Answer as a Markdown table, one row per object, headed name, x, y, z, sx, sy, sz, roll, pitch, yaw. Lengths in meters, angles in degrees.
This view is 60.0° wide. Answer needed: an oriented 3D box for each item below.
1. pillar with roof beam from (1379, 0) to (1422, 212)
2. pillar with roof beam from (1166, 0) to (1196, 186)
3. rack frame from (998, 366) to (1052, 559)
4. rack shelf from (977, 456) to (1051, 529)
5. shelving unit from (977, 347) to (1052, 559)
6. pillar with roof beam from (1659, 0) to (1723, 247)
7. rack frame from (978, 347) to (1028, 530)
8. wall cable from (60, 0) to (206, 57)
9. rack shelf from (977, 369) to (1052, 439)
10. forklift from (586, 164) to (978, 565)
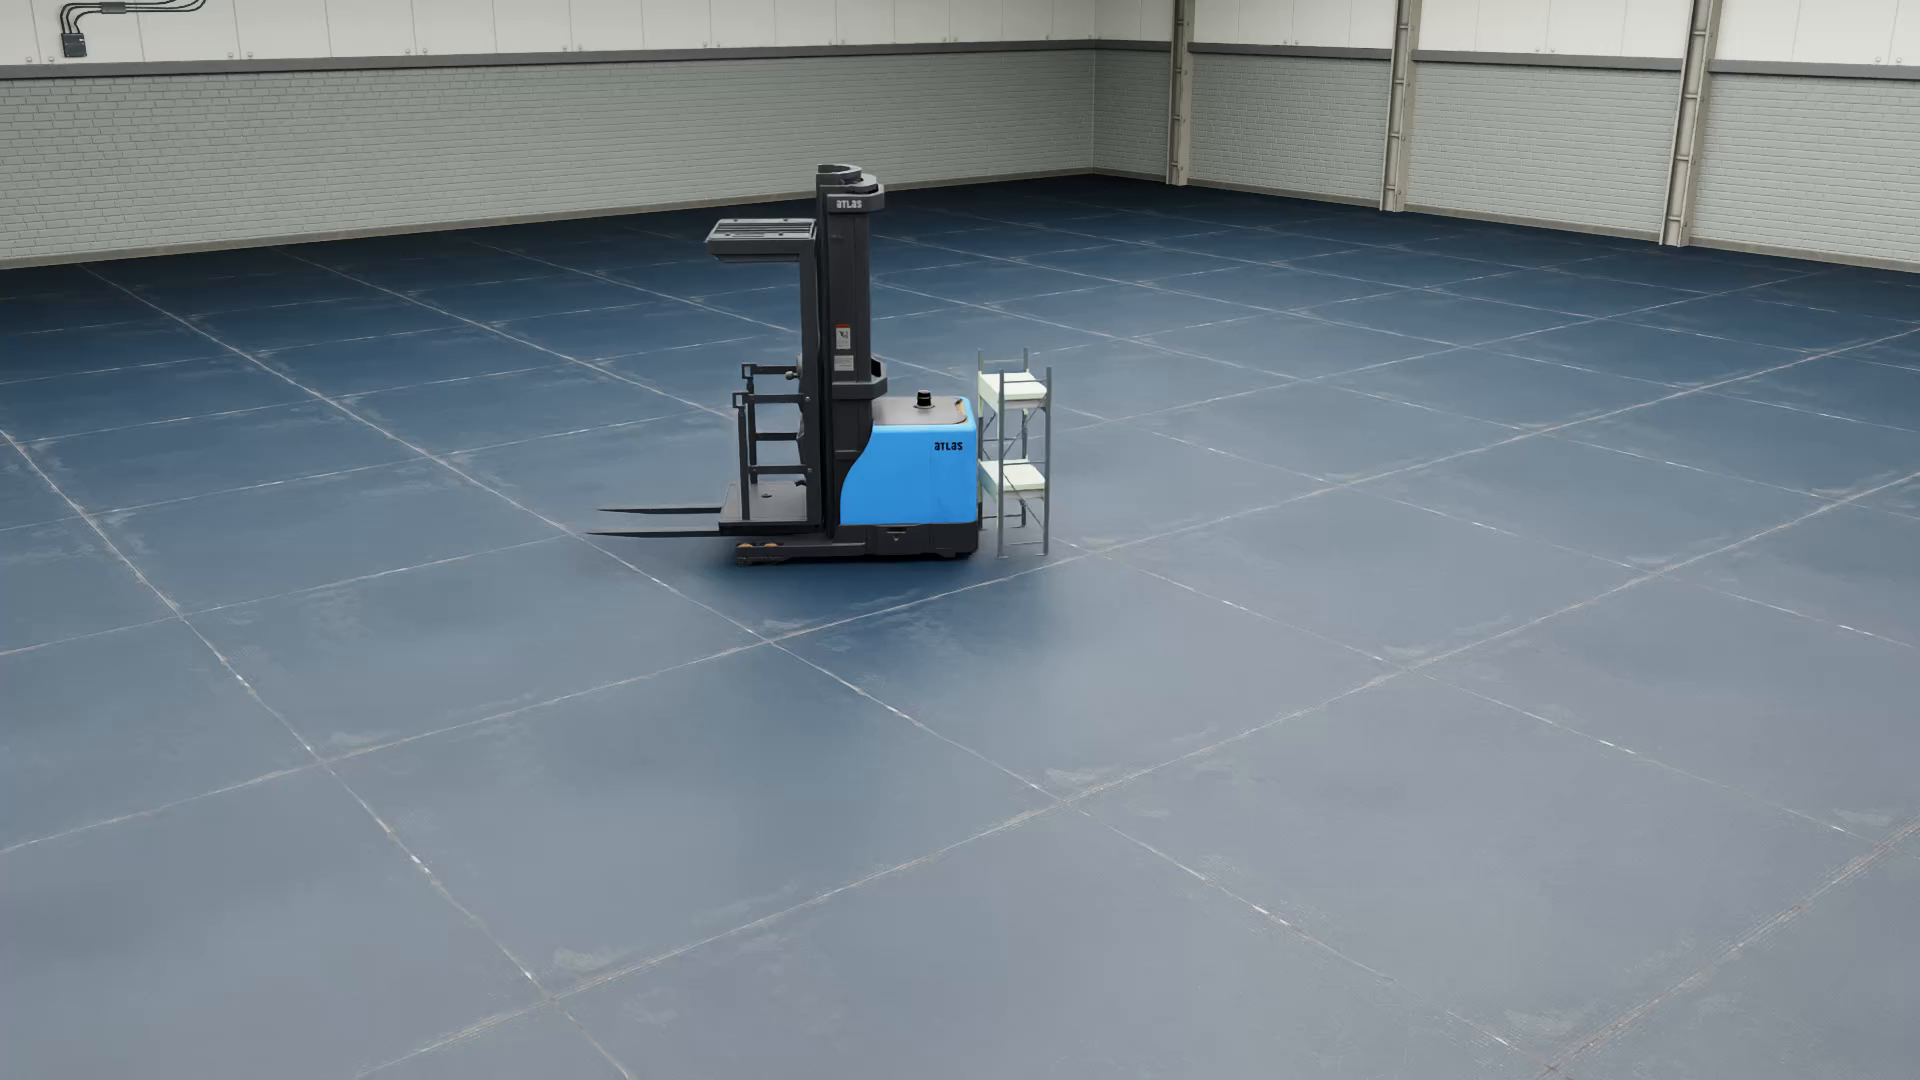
| name | x | y | z | sx | sy | sz | roll | pitch | yaw |
| --- | --- | --- | --- | --- | --- | --- | --- | --- | --- |
| pillar with roof beam | 5.274 | -10.028 | 29.332 | 9.100 | 9.000 | 0.400 | -14 | 23 | -36 |
| pillar with roof beam | 1.548 | -11.507 | 33.796 | 9.100 | 9.000 | 0.400 | -14 | 23 | -36 |
| rack frame | 0.494 | -0.582 | 12.735 | 0.400 | 1.500 | 0.023 | -4 | 19 | -11 |
| rack shelf | 0.419 | -0.385 | 13.178 | 0.431 | 0.370 | 0.720 | -4 | 19 | -11 |
| shelving unit | 0.419 | -0.695 | 13.075 | 0.431 | 1.500 | 0.755 | -4 | 19 | -11 |
| pillar with roof beam | 8.999 | -8.550 | 24.867 | 9.100 | 9.000 | 0.400 | -14 | 23 | -36 |
| rack frame | 0.345 | -0.808 | 13.415 | 0.400 | 1.500 | 0.023 | -4 | 19 | -11 |
| wall cable | -13.111 | -10.646 | 25.788 | 2.305 | 6.003 | 0.169 | -14 | 23 | -36 |
| rack shelf | 0.419 | -1.065 | 12.952 | 0.431 | 0.370 | 0.720 | -4 | 19 | -11 |
| forklift | -1.395 | -1.367 | 12.828 | 3.031 | 2.935 | 1.130 | -1 | 18 | -3 |
